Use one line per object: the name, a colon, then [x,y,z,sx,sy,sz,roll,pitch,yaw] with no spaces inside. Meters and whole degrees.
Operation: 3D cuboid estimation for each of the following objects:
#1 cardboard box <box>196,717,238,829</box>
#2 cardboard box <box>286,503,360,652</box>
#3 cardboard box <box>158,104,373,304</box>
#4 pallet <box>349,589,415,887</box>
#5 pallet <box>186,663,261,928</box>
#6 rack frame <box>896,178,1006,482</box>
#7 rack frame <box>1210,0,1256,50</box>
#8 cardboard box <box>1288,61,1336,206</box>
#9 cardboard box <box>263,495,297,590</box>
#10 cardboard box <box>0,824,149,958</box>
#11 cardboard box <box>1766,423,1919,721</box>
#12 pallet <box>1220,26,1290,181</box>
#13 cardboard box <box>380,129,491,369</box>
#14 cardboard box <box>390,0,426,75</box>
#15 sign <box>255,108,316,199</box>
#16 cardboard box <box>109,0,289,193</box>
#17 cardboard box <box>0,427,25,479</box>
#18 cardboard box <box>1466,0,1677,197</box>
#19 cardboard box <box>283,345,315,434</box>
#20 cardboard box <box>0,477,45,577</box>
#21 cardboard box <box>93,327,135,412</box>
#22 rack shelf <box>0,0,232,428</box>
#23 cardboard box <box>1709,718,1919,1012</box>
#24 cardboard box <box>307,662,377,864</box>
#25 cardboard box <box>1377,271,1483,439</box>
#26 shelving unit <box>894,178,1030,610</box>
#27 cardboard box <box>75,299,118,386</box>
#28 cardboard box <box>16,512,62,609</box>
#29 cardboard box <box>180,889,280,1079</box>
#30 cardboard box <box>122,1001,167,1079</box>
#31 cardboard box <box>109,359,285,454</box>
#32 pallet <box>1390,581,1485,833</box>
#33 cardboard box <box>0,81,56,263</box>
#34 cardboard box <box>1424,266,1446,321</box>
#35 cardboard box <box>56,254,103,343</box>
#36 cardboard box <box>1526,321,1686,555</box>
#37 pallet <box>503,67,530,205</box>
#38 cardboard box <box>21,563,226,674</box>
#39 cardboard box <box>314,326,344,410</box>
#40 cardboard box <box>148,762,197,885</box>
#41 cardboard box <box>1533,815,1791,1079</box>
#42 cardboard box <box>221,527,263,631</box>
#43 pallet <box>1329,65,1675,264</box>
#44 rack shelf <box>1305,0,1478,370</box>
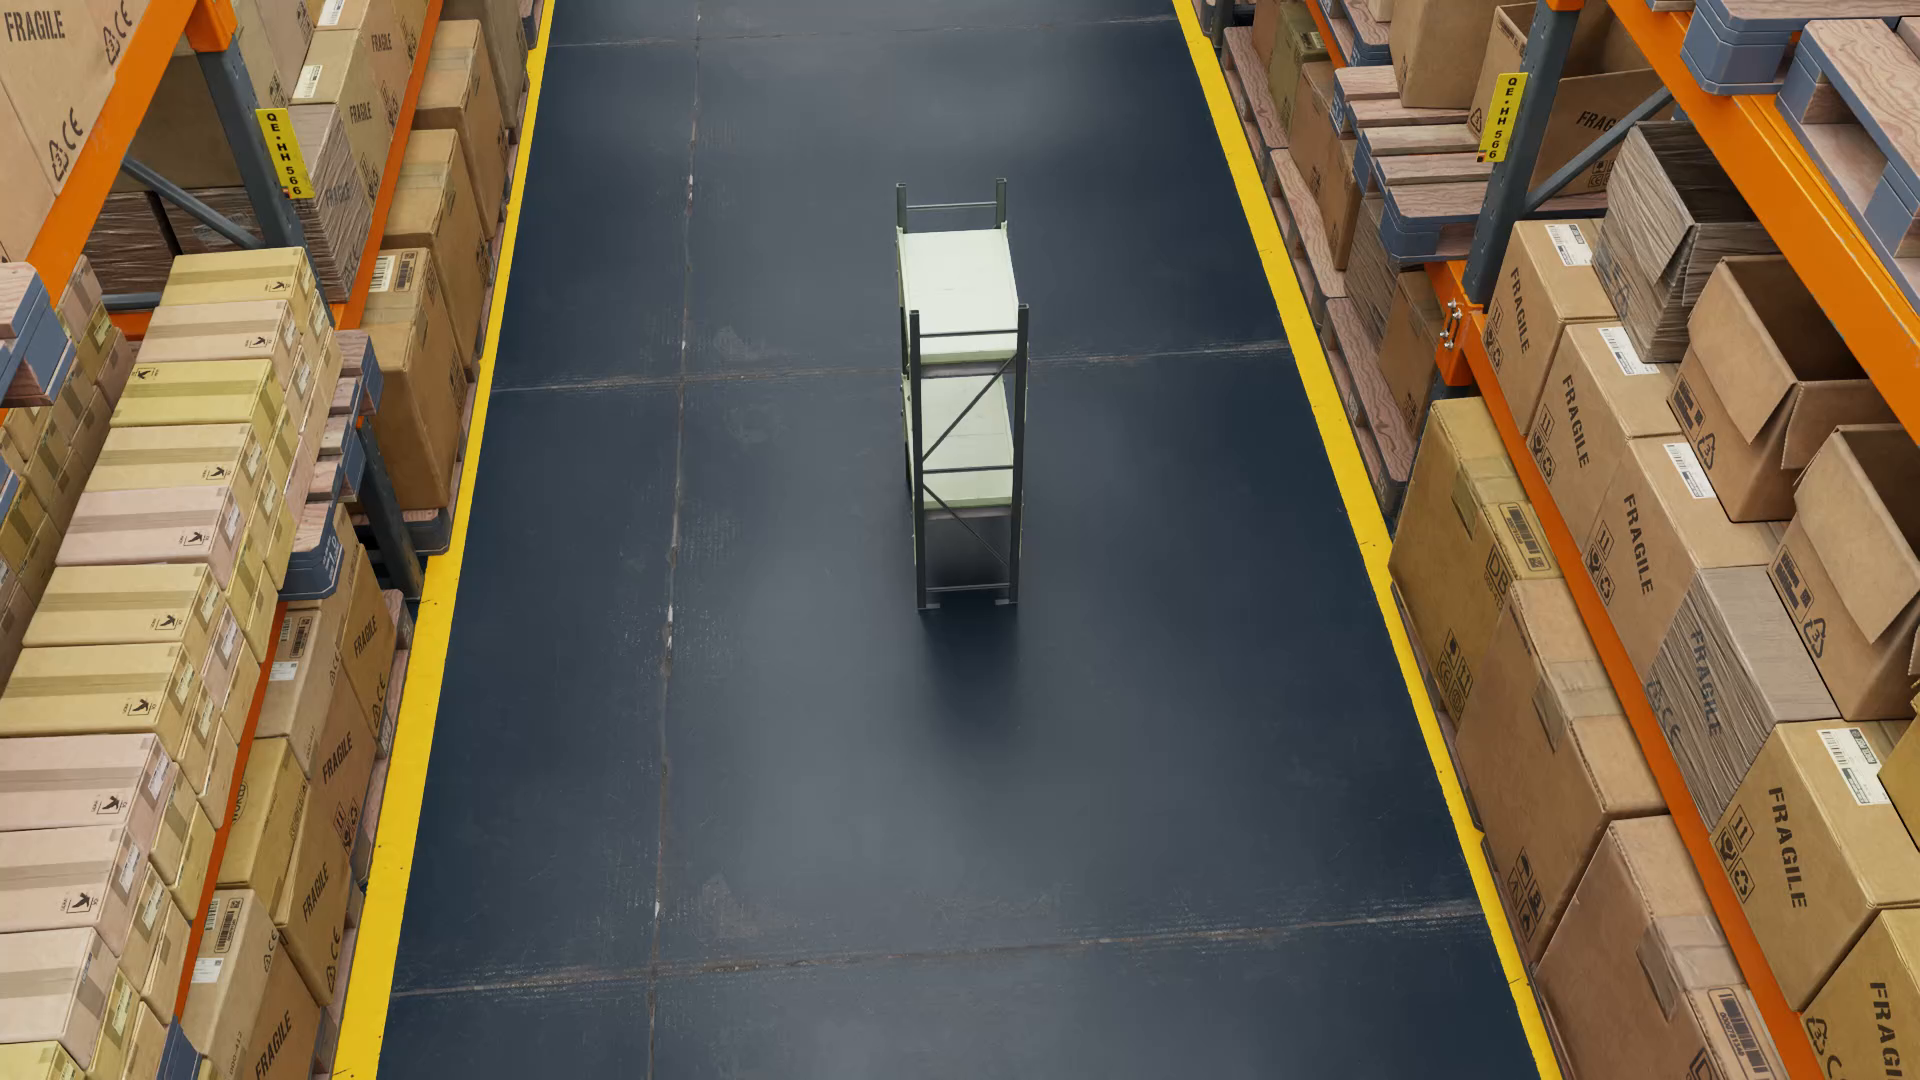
cardboard box: [-2.033,0.596,4.140,0.380,0.149,0.250,-5,47,-5]
cardboard box: [-2.342,0.136,5.608,0.500,0.250,0.500,-4,47,-4]
cardboard box: [-2.429,-1.176,5.865,0.500,0.500,0.500,-3,47,-3]
pallet: [-2.597,0.724,6.055,1.003,0.211,1.213,-3,47,-3]
pallet: [-2.454,0.695,4.294,1.003,0.211,1.213,-3,47,-3]
rack frame: [-0.031,-0.785,6.597,0.400,1.500,0.023,-3,47,-3]
rack frame: [1.955,-3.923,8.536,1.000,3.000,0.127,-3,47,-3]
cardboard box: [2.054,-2.018,8.150,0.700,0.500,0.500,-7,47,-7]
cardboard box: [-2.103,0.017,4.688,0.380,0.149,0.250,-4,47,-4]
cardboard box: [-1.989,0.765,3.570,0.380,0.149,0.250,-4,47,-4]
cardboard box: [2.450,0.079,3.986,0.797,0.503,0.637,-2,47,-2]
pallet: [2.022,-2.401,9.015,1.003,0.211,1.213,-3,47,-3]
cardboard box: [-2.699,-1.249,7.264,1.050,0.750,0.750,-3,47,-3]
cardboard box: [-2.556,-2.269,6.901,0.500,0.500,0.500,-4,47,-4]
sign: [-2.121,-1.211,5.225,0.100,0.325,0.005,-3,47,-3]
cardboard box: [-2.688,-1.504,5.487,0.700,0.500,0.500,-4,47,-4]
cardboard box: [-2.752,-0.153,4.440,0.380,0.149,0.250,-5,47,-5]
cardboard box: [2.205,-1.596,5.974,0.500,0.500,0.500,-9,47,-8]
cardboard box: [-2.142,-0.438,4.914,0.380,0.149,0.250,-2,47,-2]
cardboard box: [-2.749,-0.027,4.525,0.380,0.149,0.250,-3,47,-3]
cardboard box: [-2.824,-0.522,5.199,0.380,0.149,0.250,-4,47,-4]
rack shelf: [-2.493,-0.137,3.380,1.077,0.370,4.000,-3,47,-3]
cardboard box: [2.229,0.773,4.019,0.500,0.500,0.500,-4,47,-4]
cardboard box: [-2.305,0.751,5.542,0.500,0.500,0.500,-2,47,-2]
cardboard box: [2.214,-0.804,7.001,0.700,0.500,0.500,-6,47,-5]
shelving unit: [-0.001,-0.521,6.347,0.431,1.500,0.755,-3,47,-3]
cardboard box: [-2.820,-0.599,5.067,0.380,0.149,0.250,-2,47,-2]
cardboard box: [-2.755,0.062,4.645,0.380,0.149,0.250,-2,47,-1]
cardboard box: [-2.210,1.246,4.556,0.500,0.250,0.500,-2,47,-2]
cardboard box: [-1.967,1.160,3.606,0.380,0.149,0.250,-3,47,-3]
cardboard box: [-2.122,-0.365,4.640,0.380,0.149,0.250,-2,47,-2]
pallet: [2.281,0.505,6.263,1.003,0.211,1.213,-3,47,-3]
cardboard box: [-2.267,-0.745,3.392,0.500,0.500,0.500,-3,47,-3]
cardboard box: [2.204,-1.061,6.728,0.500,0.250,0.500,-2,47,-2]
cardboard box: [-2.815,-0.714,4.970,0.380,0.149,0.250,-3,47,-3]
cardboard box: [2.105,-0.322,5.056,0.500,0.500,0.500,-5,47,-4]
pallet: [-2.856,-2.182,8.807,1.003,0.211,1.213,-3,47,-3]
cardboard box: [-2.057,0.200,4.106,0.380,0.149,0.250,-1,47,-1]
cardboard box: [-2.161,-0.529,5.206,0.380,0.149,0.250,-3,47,-3]
cardboard box: [-2.015,0.672,3.863,0.380,0.149,0.250,-4,47,-4]
cardboard box: [2.476,1.343,4.722,1.225,0.875,0.875,-5,47,-5]
cardboard box: [-2.078,0.114,4.392,0.380,0.149,0.250,-4,47,-4]
pallet: [2.124,-1.472,6.347,1.213,0.211,1.003,-3,47,-3]
rack shelf: [2.123,-2.228,7.426,1.077,0.370,4.000,-3,47,-3]
